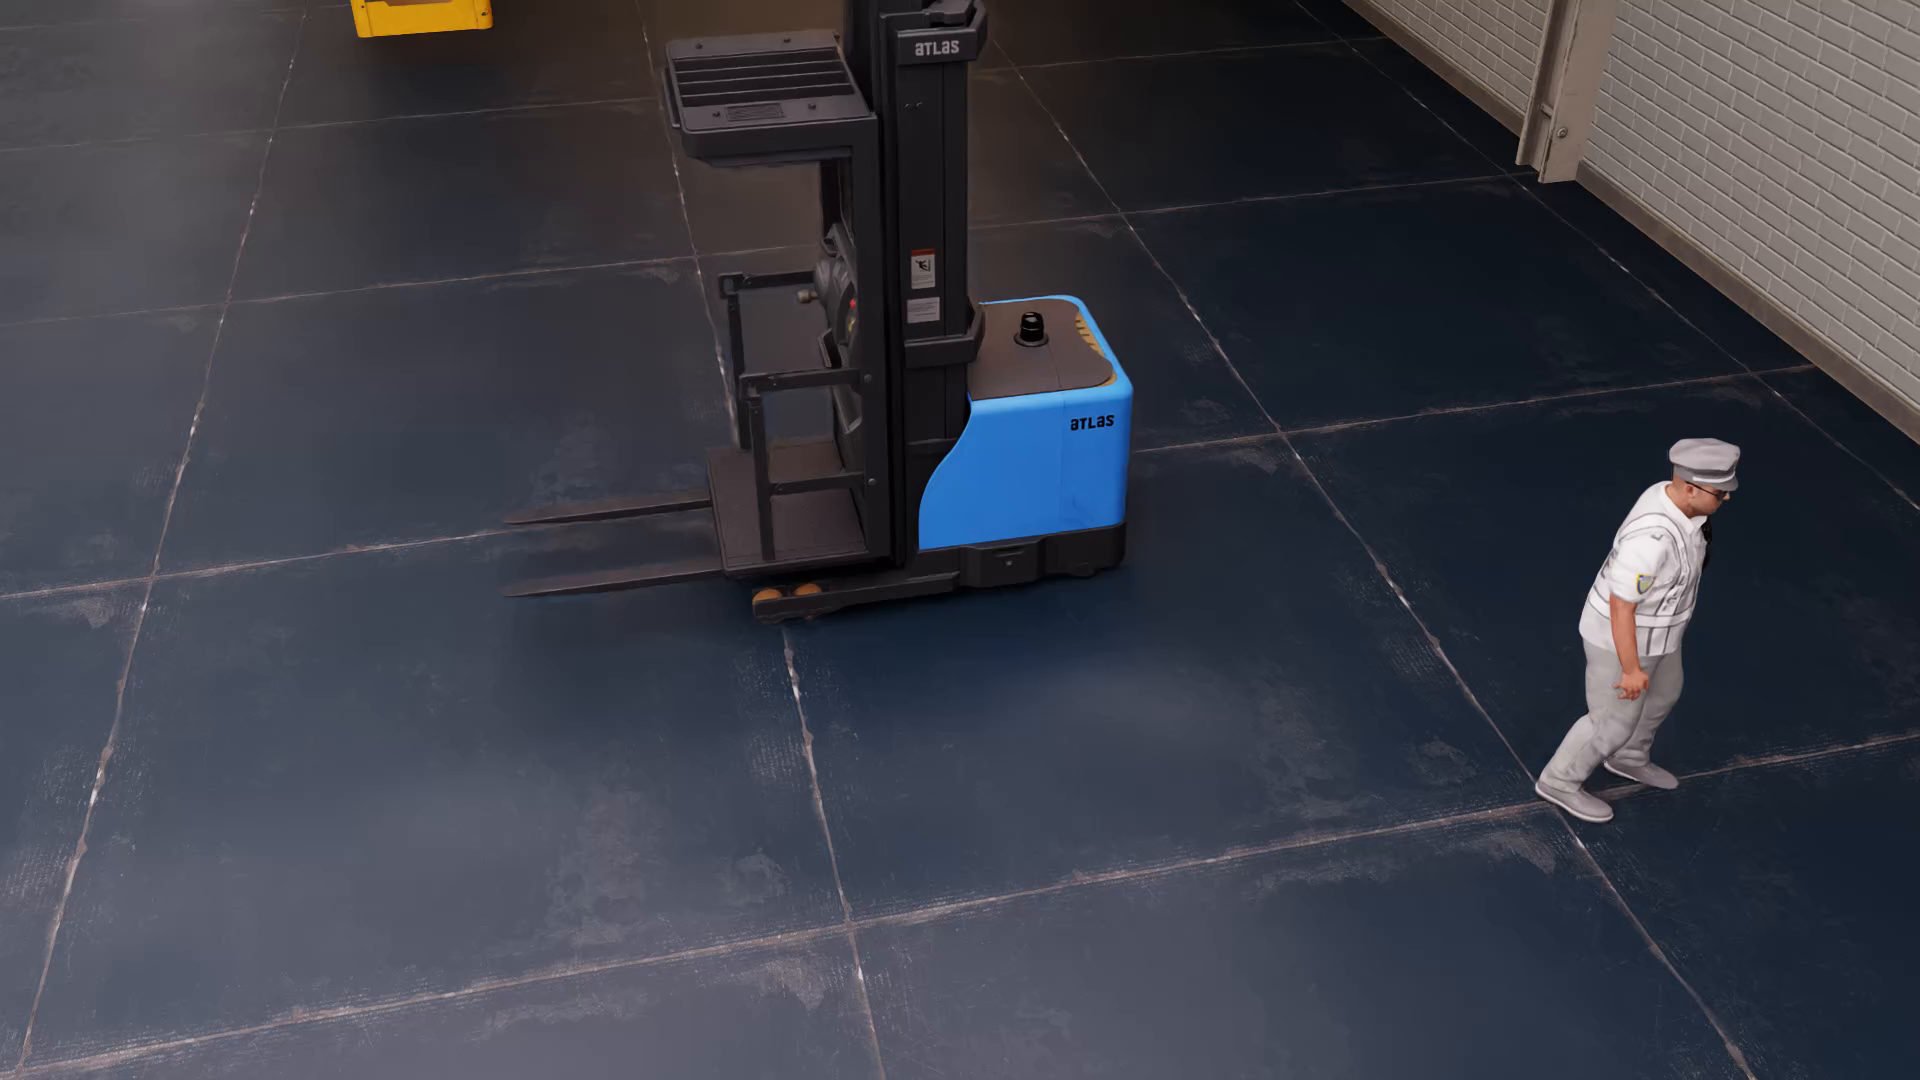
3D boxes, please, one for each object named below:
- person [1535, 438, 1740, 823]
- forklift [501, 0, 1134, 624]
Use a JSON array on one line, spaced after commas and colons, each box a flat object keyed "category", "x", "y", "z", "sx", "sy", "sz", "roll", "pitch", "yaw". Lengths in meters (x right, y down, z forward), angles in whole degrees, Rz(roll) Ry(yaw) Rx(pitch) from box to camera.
[{"category": "person", "x": 2.719, "y": 0.389, "z": 6.557, "sx": 0.509, "sy": 1.779, "sz": 0.613, "roll": 23, "pitch": 42, "yaw": 29}, {"category": "forklift", "x": -0.744, "y": -1.125, "z": 7.613, "sx": 3.031, "sy": 2.935, "sz": 1.130, "roll": -7, "pitch": 36, "yaw": -10}]
